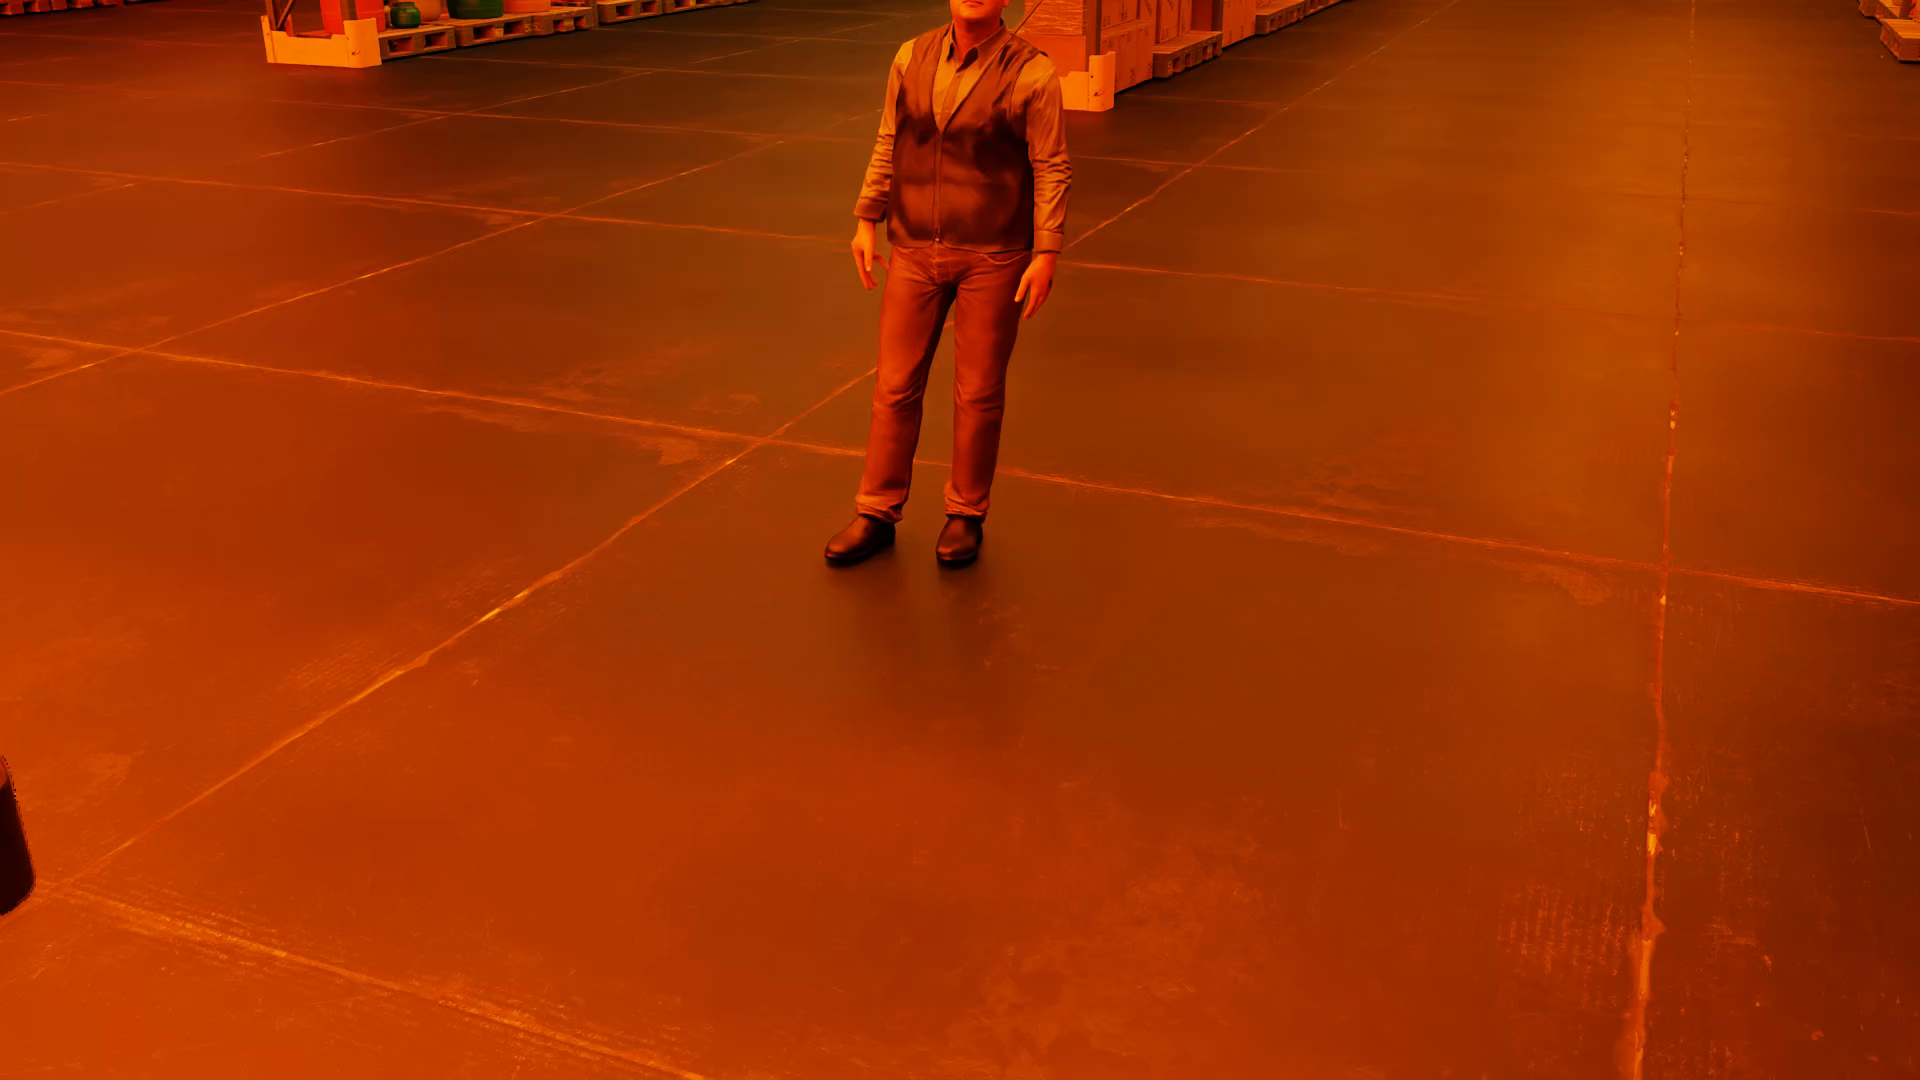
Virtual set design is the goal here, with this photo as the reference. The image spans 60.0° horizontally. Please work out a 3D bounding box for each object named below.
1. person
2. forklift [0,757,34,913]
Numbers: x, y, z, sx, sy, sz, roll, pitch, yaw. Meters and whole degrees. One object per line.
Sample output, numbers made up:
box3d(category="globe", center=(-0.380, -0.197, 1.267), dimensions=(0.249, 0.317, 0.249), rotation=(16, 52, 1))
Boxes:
box3d(category="person", center=(-0.031, -0.780, 4.707), dimensions=(0.633, 1.722, 0.566), rotation=(9, 24, 21))
box3d(category="forklift", center=(-3.298, -0.389, 2.222), dimensions=(3.031, 2.935, 1.130), rotation=(-17, 28, -34))
